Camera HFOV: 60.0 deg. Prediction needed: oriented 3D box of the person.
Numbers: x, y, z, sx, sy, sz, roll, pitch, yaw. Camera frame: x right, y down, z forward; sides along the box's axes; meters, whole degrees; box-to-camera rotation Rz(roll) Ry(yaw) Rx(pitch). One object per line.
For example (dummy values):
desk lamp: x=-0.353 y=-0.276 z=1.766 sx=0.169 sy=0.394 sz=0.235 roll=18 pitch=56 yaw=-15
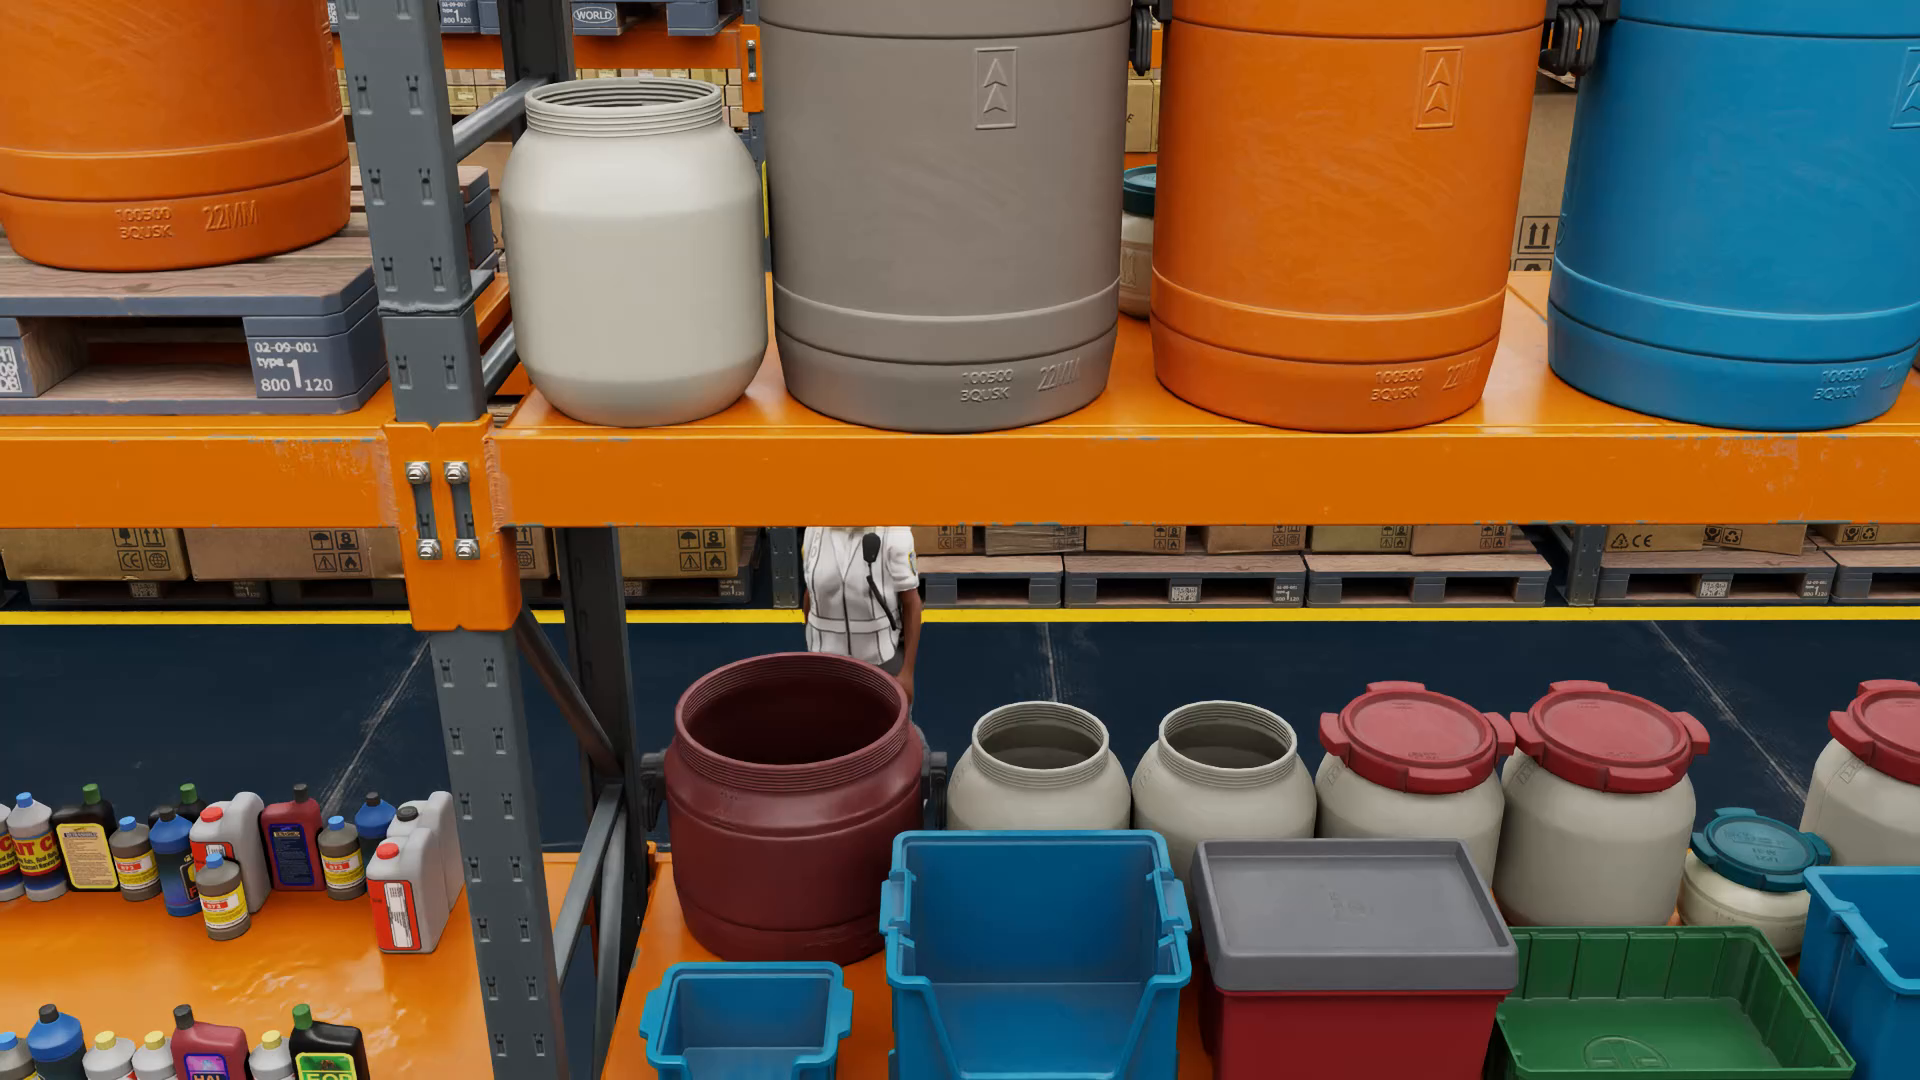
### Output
person: x=-0.387 y=0.451 z=6.125 sx=0.480 sy=1.618 sz=0.986 roll=4 pitch=25 yaw=9
